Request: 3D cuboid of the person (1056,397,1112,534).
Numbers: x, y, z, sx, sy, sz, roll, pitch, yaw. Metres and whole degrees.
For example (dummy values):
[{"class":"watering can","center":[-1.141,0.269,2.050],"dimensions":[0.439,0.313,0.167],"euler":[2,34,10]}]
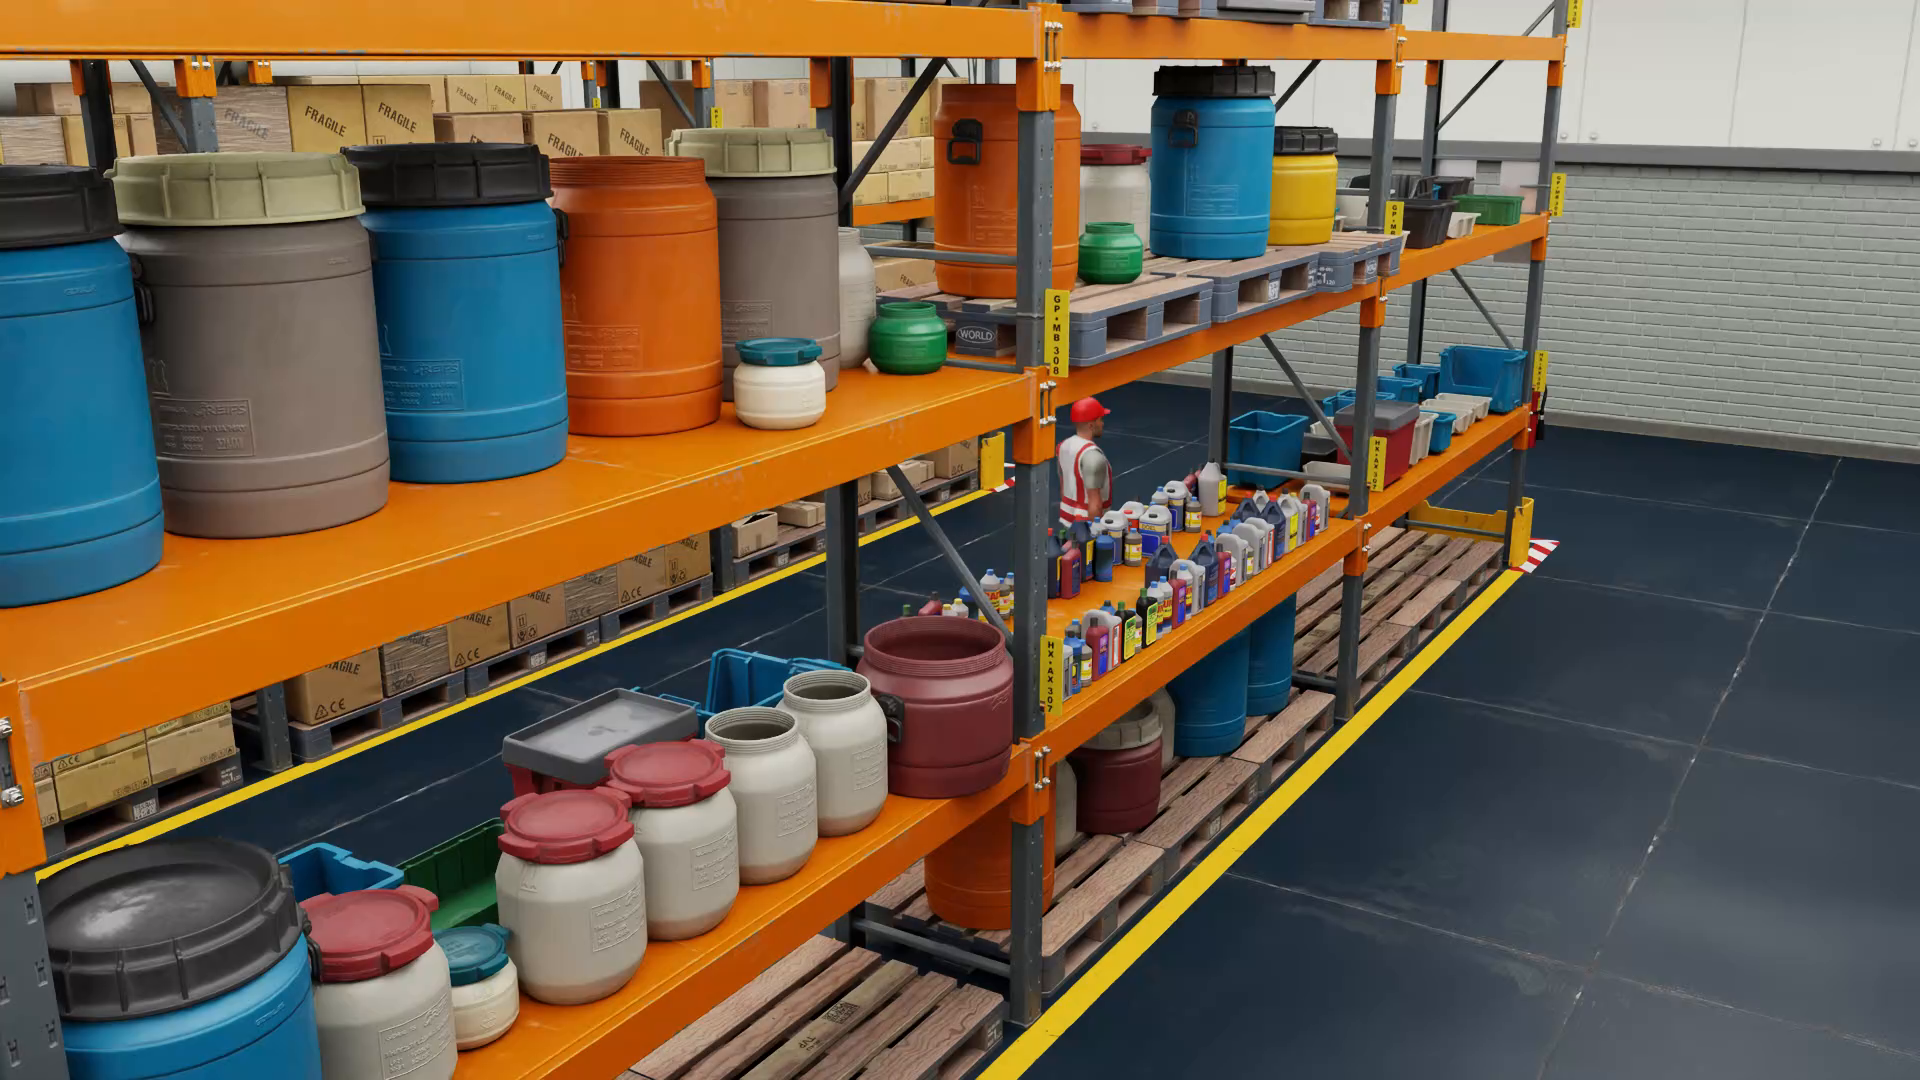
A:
[{"class":"person","center":[0.984,-0.099,11.313],"dimensions":[0.633,1.786,0.551],"euler":[-7,18,-24]}]
